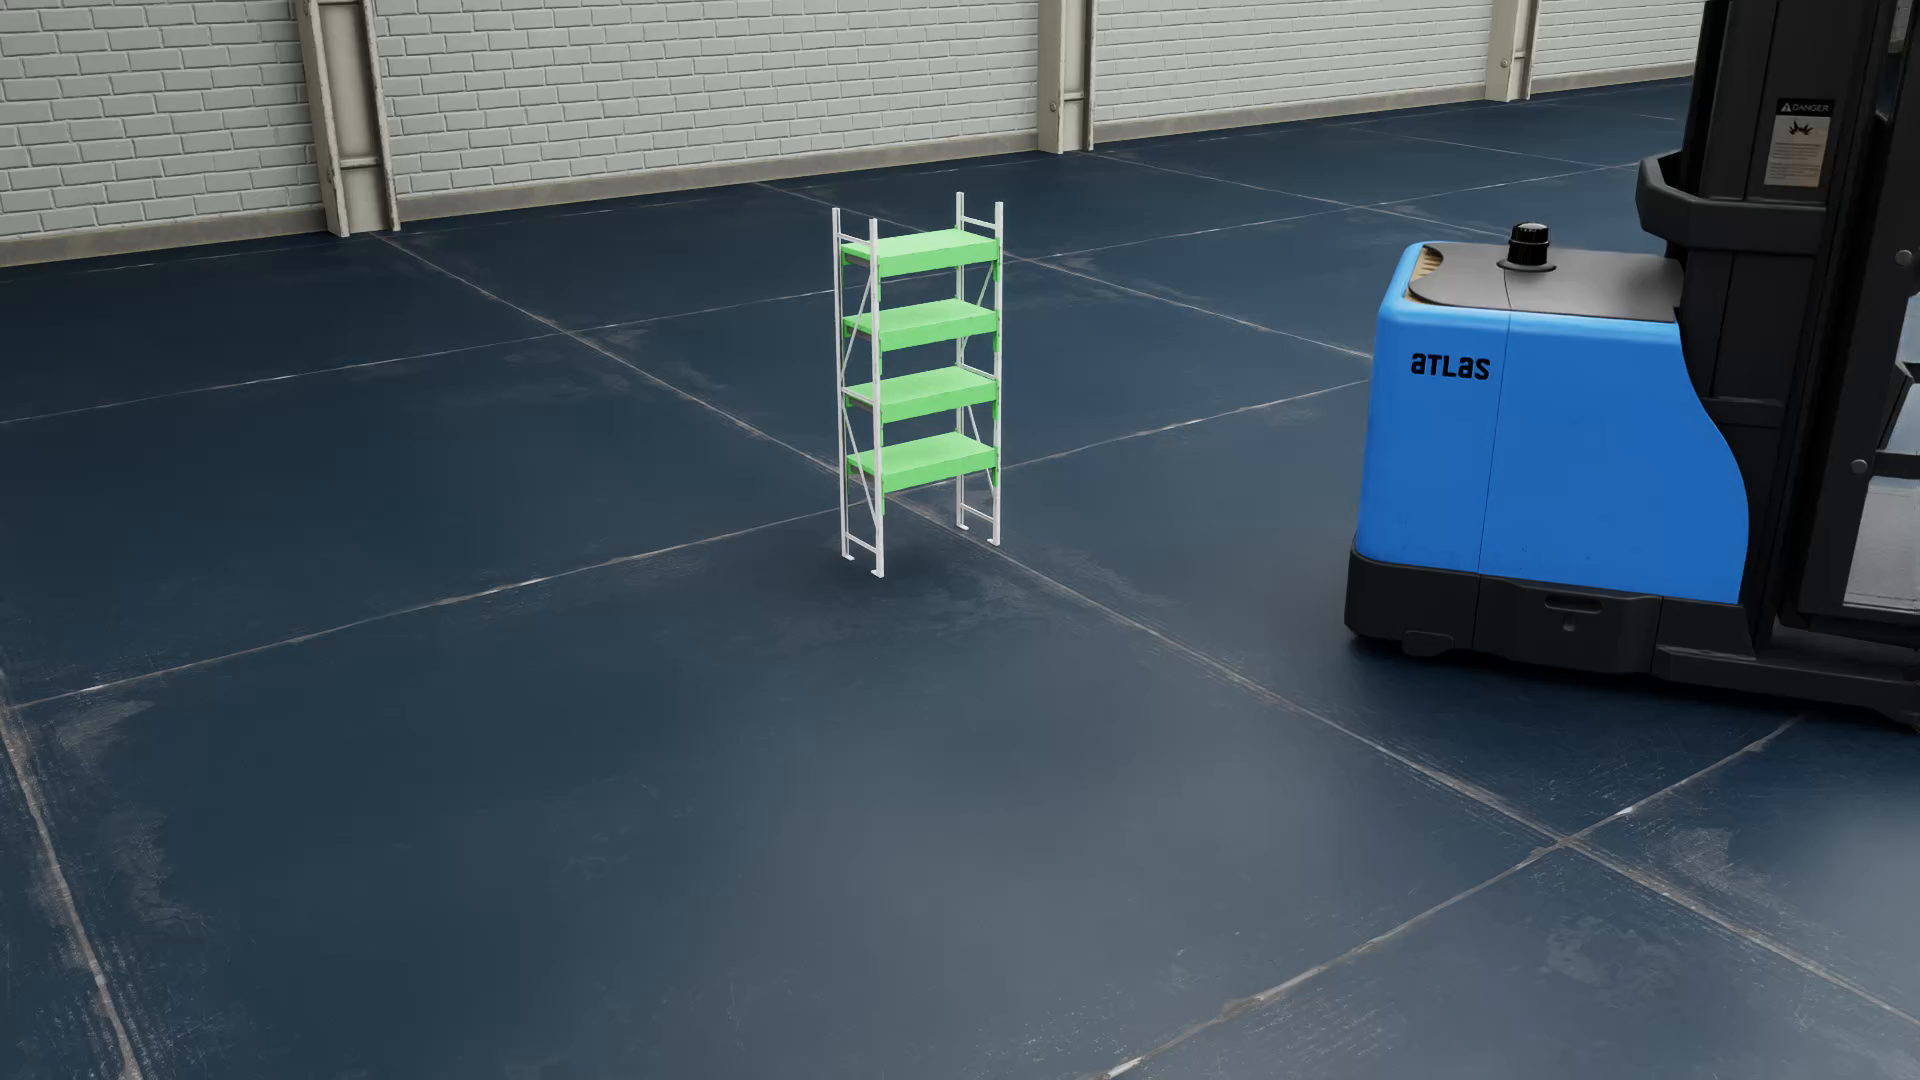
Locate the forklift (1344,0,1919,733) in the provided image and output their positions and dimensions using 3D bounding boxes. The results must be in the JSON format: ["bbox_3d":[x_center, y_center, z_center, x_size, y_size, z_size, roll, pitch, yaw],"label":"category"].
[{"bbox_3d":[2.746,-1.018,4.494,3.031,2.935,1.130,7,23,17],"label":"forklift"}]

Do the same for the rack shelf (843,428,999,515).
[{"bbox_3d":[-0.134,-0.239,5.697,0.480,0.148,0.258,-15,26,-33],"label":"rack shelf"}]

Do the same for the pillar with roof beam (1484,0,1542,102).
[{"bbox_3d":[8.287,-7.547,12.668,0.400,9.000,9.100,-15,26,-33],"label":"pillar with roof beam"}]

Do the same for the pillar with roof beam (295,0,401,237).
[{"bbox_3d":[-1.454,-4.950,6.159,0.400,9.000,9.100,-15,26,-33],"label":"pillar with roof beam"}]

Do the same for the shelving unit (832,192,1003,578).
[{"bbox_3d":[-0.134,-0.521,5.584,0.503,1.200,0.258,-15,26,-33],"label":"shelving unit"}]

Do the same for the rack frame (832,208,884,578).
[{"bbox_3d":[-0.332,-0.469,5.452,0.015,1.200,0.240,-15,26,-33],"label":"rack frame"}]

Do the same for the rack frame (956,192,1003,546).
[{"bbox_3d":[0.064,-0.574,5.717,0.015,1.200,0.240,-15,26,-33],"label":"rack frame"}]

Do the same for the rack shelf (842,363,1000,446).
[{"bbox_3d":[-0.134,-0.462,5.608,0.480,0.148,0.258,-15,26,-33],"label":"rack shelf"}]

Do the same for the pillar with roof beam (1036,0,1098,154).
[{"bbox_3d":[3.416,-6.249,9.414,0.400,9.000,9.100,-15,26,-33],"label":"pillar with roof beam"}]

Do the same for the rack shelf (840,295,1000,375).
[{"bbox_3d":[-0.134,-0.685,5.519,0.480,0.148,0.258,-15,26,-33],"label":"rack shelf"}]

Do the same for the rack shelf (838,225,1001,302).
[{"bbox_3d":[-0.134,-0.908,5.430,0.480,0.148,0.258,-15,26,-33],"label":"rack shelf"}]
